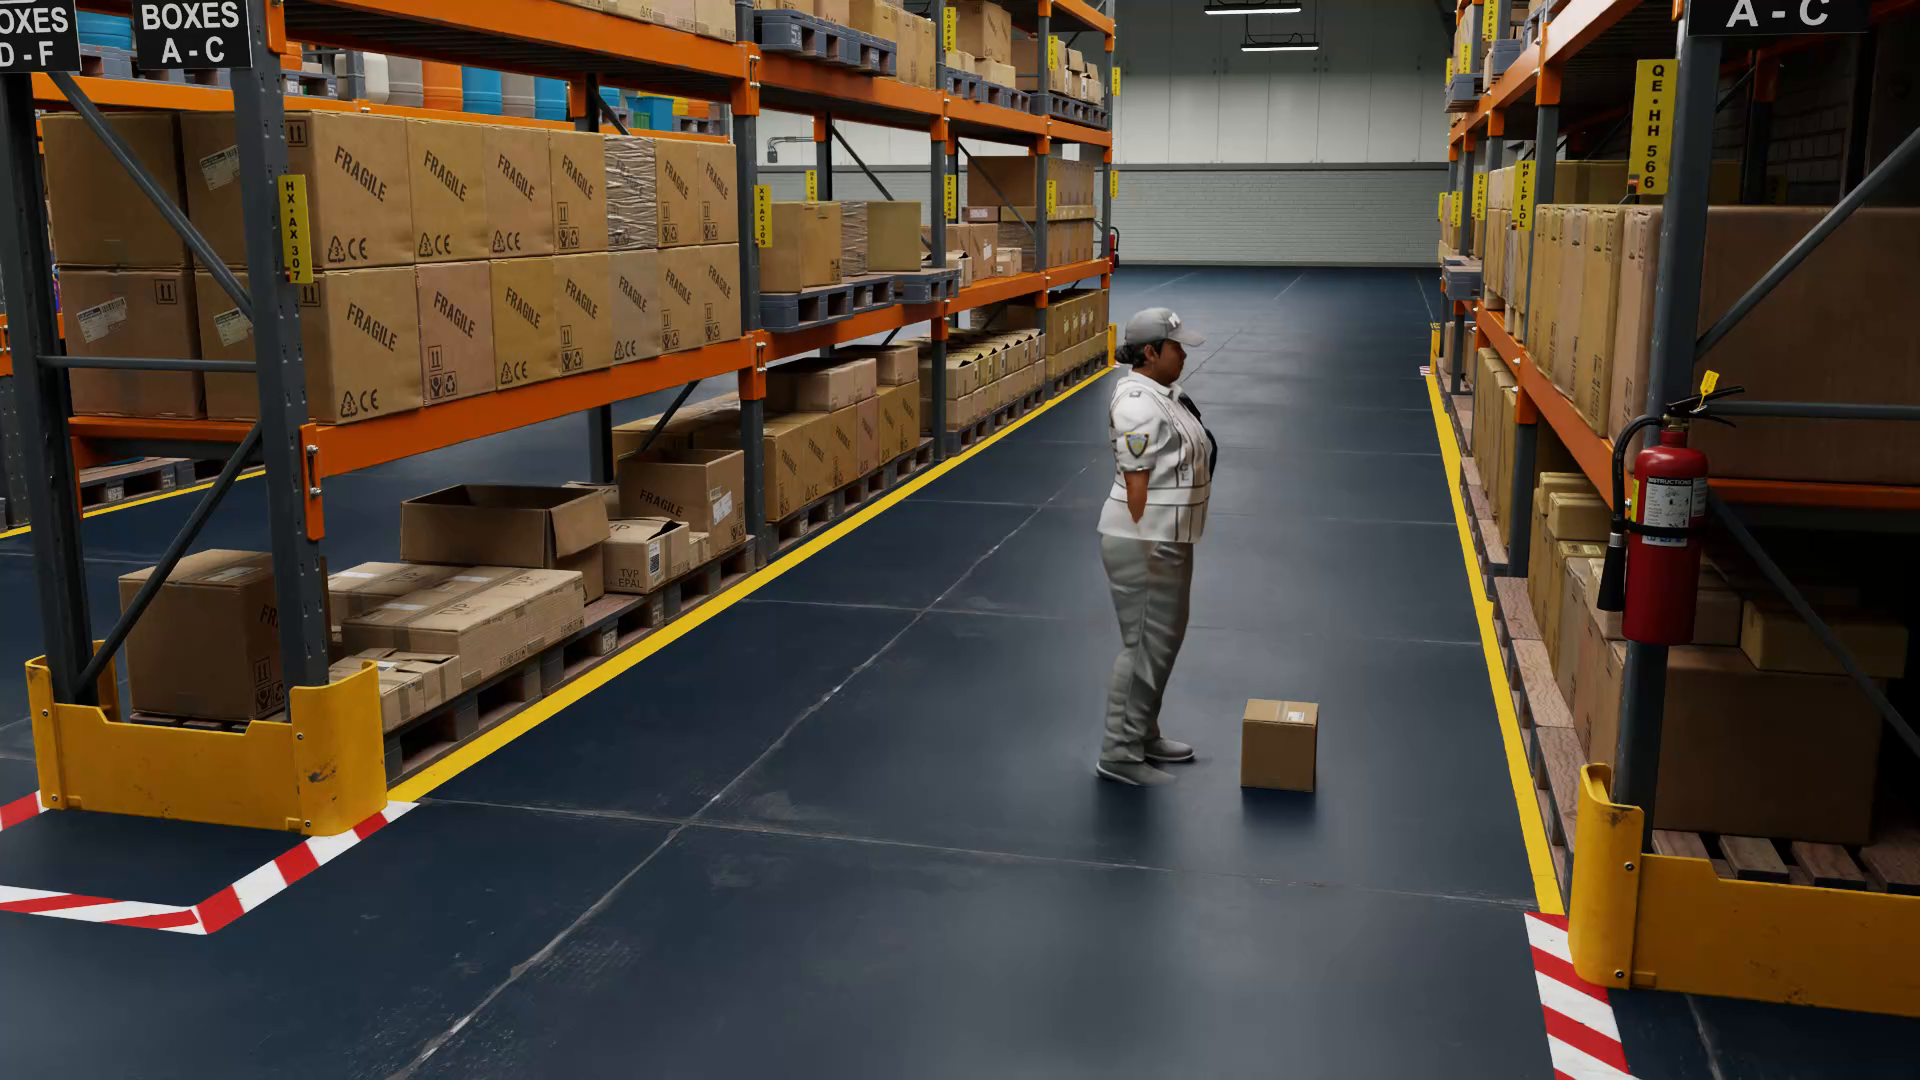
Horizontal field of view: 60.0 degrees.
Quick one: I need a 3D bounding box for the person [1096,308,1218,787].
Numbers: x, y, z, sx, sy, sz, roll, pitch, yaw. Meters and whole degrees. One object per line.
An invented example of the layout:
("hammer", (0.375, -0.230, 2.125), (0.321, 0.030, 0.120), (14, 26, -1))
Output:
("person", (0.692, 0.024, 5.897), (0.391, 1.682, 0.467), (3, 12, 15))
